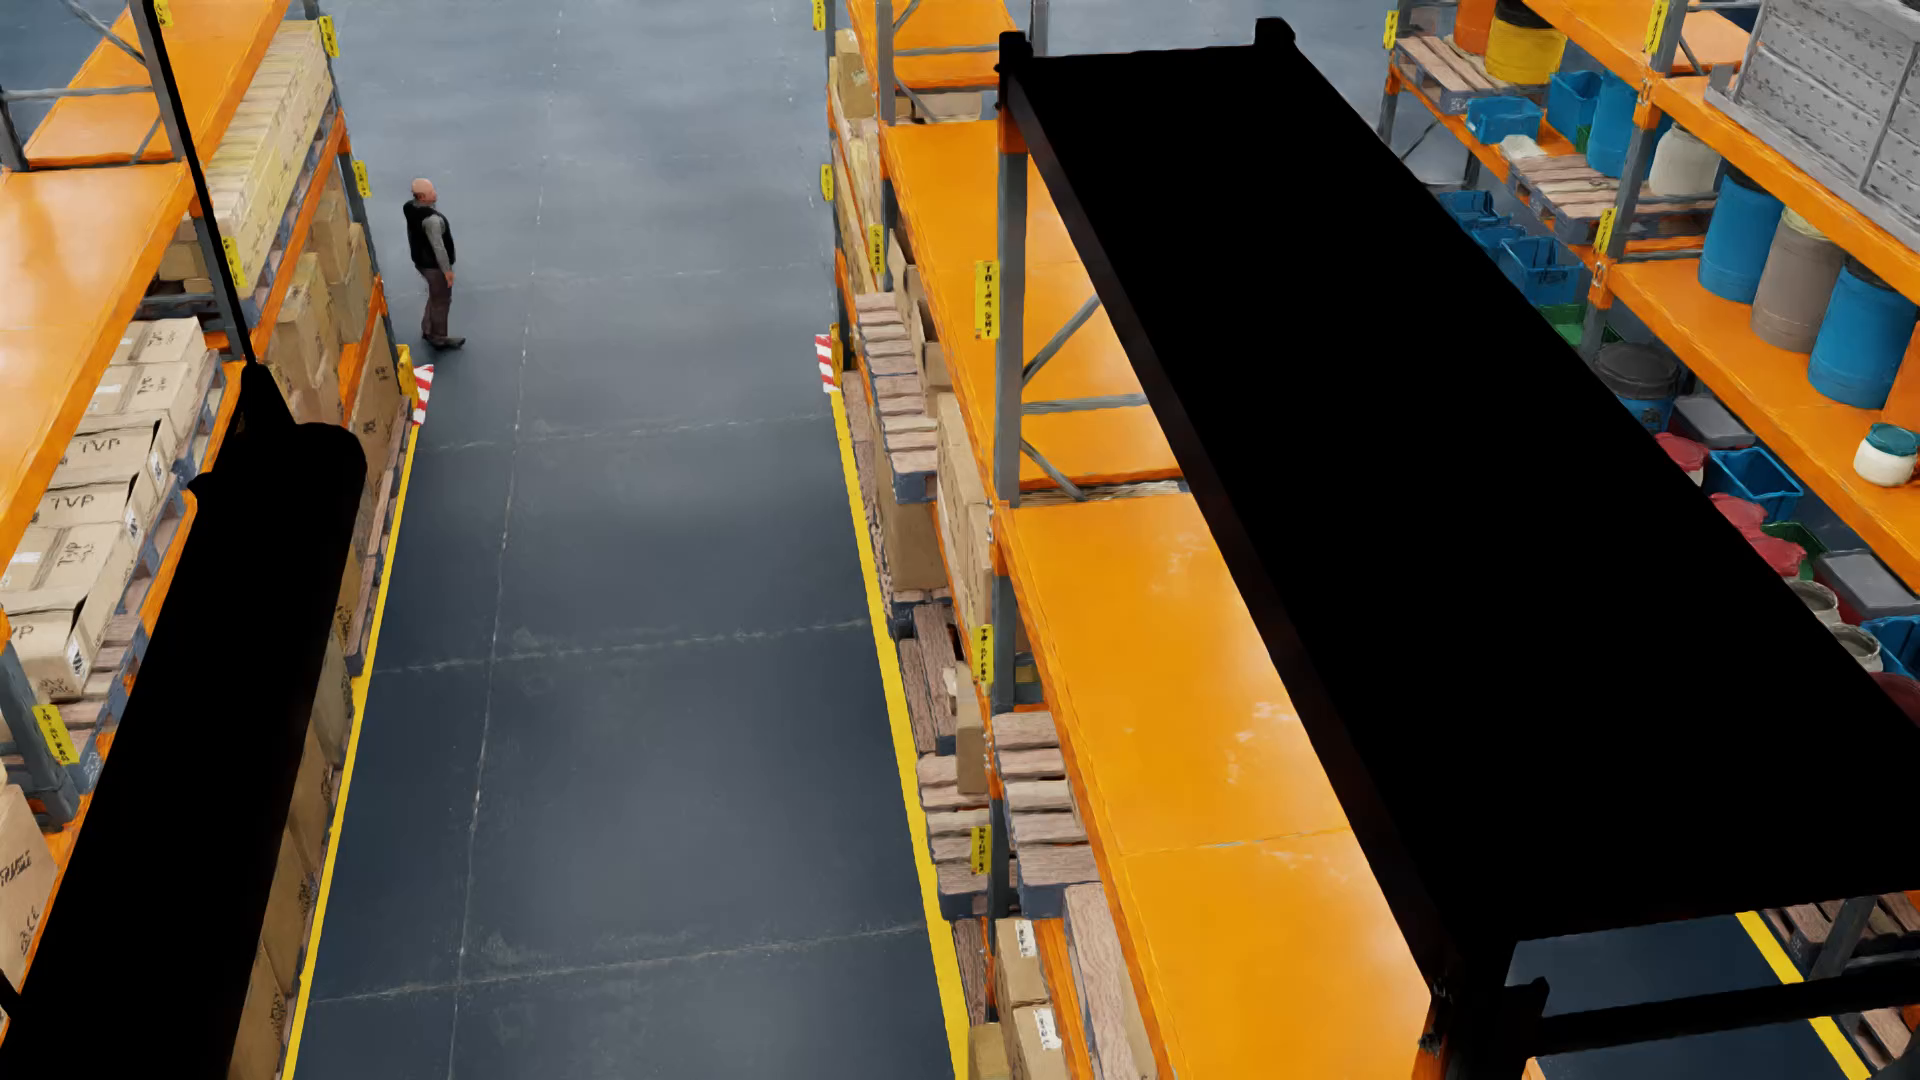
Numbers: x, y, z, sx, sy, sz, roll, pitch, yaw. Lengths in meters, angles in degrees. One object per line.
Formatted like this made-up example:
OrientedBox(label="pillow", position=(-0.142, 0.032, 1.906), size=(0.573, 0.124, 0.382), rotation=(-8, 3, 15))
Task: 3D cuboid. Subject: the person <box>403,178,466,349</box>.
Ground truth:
OrientedBox(label="person", position=(-4.924, -2.588, 15.513), size=(0.398, 1.715, 0.643), rotation=(-27, 44, -32))
